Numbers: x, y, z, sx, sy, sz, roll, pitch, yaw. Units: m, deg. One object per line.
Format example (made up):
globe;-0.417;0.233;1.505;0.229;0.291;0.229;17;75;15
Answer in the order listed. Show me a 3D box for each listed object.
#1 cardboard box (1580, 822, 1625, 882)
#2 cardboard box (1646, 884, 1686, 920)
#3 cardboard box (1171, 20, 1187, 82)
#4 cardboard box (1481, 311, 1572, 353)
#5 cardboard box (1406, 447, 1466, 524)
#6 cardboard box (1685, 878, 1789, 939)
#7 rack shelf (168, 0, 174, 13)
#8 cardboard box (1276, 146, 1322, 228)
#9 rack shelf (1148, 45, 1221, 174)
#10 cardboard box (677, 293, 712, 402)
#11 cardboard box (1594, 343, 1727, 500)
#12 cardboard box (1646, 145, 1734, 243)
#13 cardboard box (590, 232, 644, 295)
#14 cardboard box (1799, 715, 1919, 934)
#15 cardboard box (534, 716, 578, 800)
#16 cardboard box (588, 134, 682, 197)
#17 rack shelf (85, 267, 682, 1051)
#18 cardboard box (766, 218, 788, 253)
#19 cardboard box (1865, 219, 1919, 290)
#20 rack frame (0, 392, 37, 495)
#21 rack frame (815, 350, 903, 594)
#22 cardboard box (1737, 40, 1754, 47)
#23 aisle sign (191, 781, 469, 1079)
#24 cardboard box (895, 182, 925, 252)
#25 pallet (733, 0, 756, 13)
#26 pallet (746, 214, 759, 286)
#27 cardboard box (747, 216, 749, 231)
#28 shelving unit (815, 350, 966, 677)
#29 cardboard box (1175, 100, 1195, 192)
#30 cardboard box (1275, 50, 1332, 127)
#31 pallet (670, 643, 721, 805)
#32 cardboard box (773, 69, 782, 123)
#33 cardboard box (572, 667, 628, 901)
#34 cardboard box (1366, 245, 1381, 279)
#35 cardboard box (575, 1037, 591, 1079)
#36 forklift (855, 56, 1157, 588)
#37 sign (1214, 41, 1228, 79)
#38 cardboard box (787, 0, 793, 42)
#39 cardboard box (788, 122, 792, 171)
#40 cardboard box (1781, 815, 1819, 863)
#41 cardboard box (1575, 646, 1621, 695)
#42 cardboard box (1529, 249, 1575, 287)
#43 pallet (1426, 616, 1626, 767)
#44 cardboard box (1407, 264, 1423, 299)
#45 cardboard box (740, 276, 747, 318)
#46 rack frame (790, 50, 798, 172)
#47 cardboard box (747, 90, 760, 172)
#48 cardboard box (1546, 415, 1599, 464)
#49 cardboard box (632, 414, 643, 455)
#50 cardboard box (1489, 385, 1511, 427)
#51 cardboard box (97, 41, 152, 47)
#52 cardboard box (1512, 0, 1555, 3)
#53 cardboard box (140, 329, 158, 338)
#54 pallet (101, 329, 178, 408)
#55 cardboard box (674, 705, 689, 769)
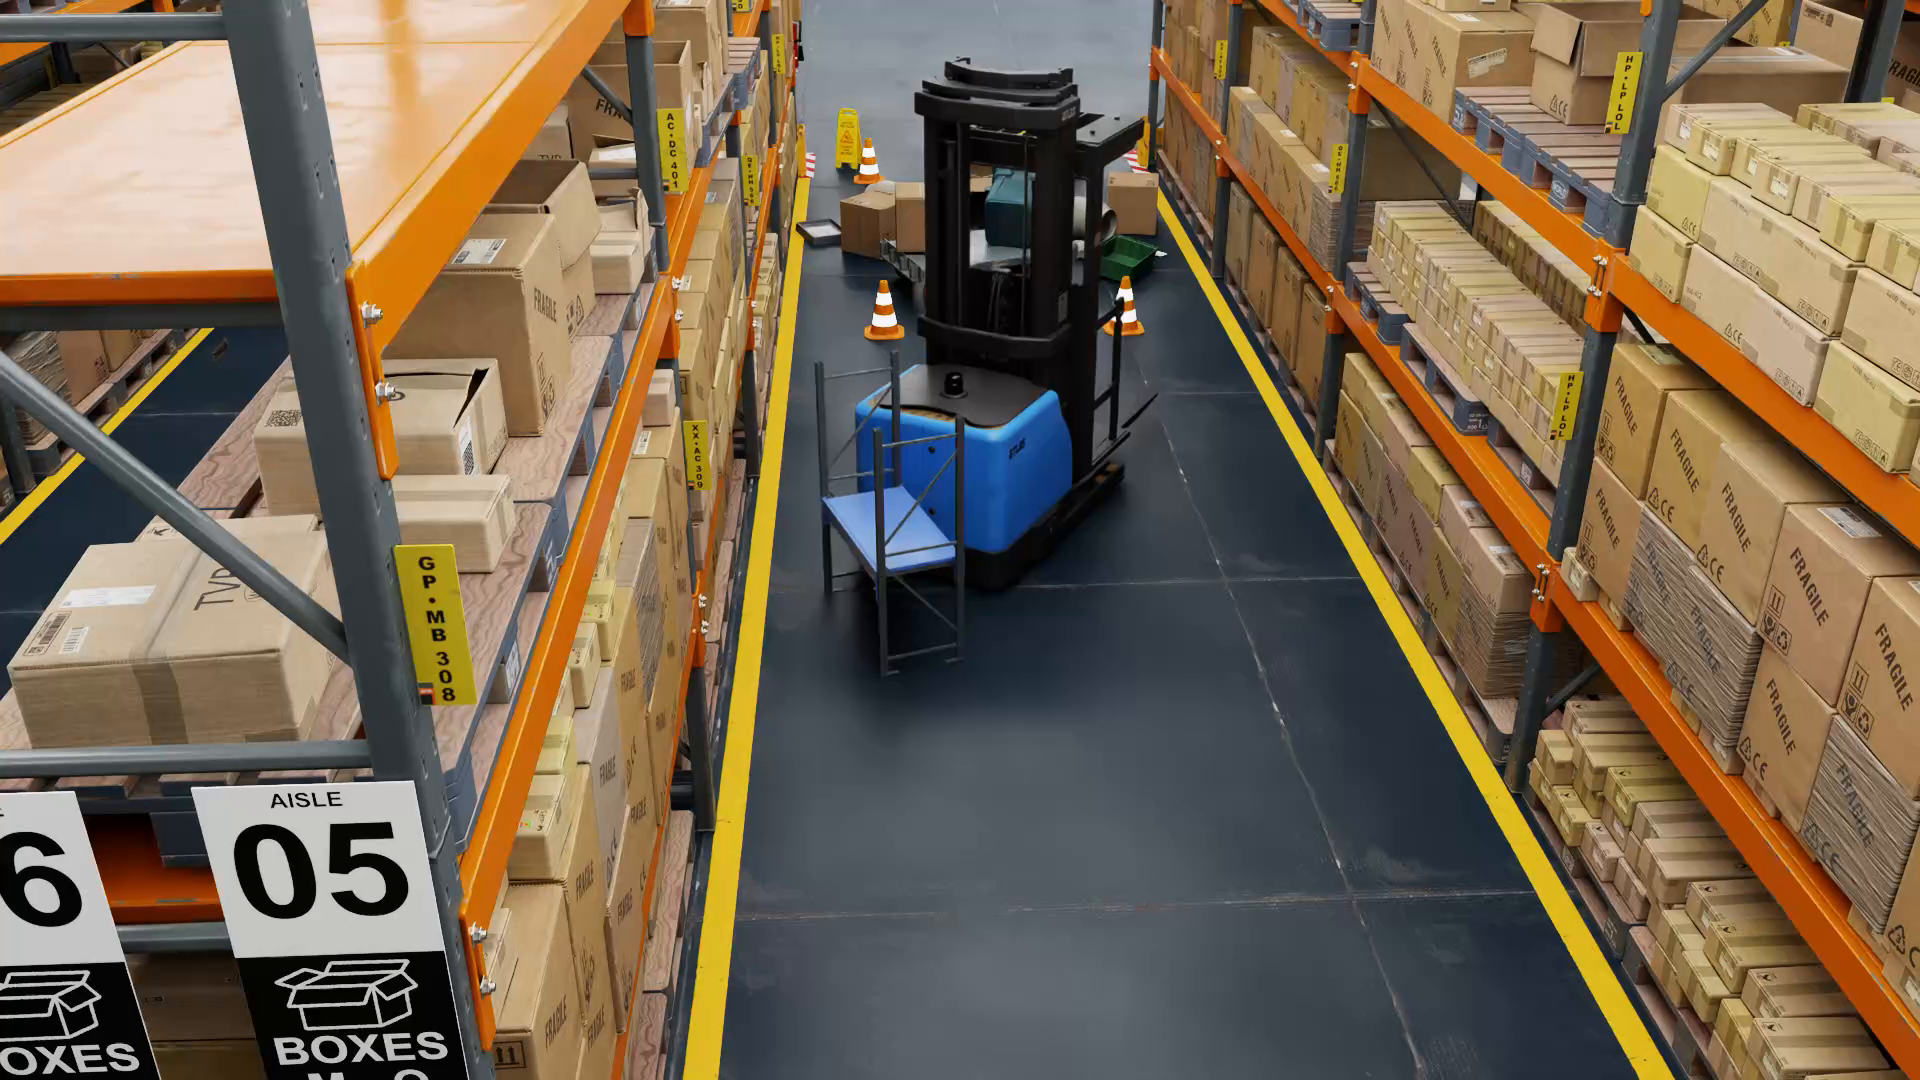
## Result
cardboard box;3.028;1.394;7.463;0.380;0.149;0.250;-2;28;-3
cardboard box;3.104;1.503;6.931;0.380;0.149;0.250;0;28;0
cardboard box;2.643;-5.019;16.968;0.875;0.550;0.550;-1;28;-3
cardboard box;2.985;-1.094;8.778;0.380;0.149;0.250;-2;28;-4
cardboard box;2.904;-0.326;9.570;0.500;0.250;0.500;-3;28;-5
cardboard box;3.144;1.489;6.637;0.380;0.149;0.250;-2;28;-5
rack shelf;-7.166;-5.438;15.467;1.077;0.370;4.000;-1;28;-3
cardboard box;2.700;-2.651;12.481;0.500;0.500;0.500;-2;28;-4
rack shelf;2.729;-4.396;16.712;1.077;0.370;4.000;-1;28;-3
cardboard box;-1.477;-0.862;7.971;0.500;0.500;0.500;-2;28;-3
cardboard box;3.031;-0.502;6.957;0.500;0.500;0.500;-1;28;-1
cardboard box;3.036;-1.354;6.480;0.500;0.250;0.500;0;28;-1
cardboard box;-1.320;-0.970;5.832;0.380;0.149;0.250;-1;28;-1
cardboard box;3.121;0.901;5.348;0.500;0.500;0.500;-1;28;-2
cardboard box;-1.236;0.608;4.450;0.380;0.149;0.250;-2;28;-4
cardboard box;-1.364;-1.626;7.072;0.396;0.266;0.258;-2;28;-3
rack shelf;-1.583;-0.018;5.075;1.077;0.370;4.000;-1;28;-3
cardboard box;-1.866;-2.871;15.530;0.500;0.250;0.500;-3;28;-5
cardboard box;3.072;-0.890;5.159;0.380;0.149;0.250;-2;28;-4
rack frame;-6.853;-1.656;10.681;1.000;3.000;0.127;-1;28;-3
rack frame;-0.588;-0.384;9.864;0.500;1.500;0.032;-10;29;-19
cardboard box;7.839;-4.481;15.669;0.875;0.500;0.500;-1;28;-3
aisle sign;-1.185;0.791;3.180;0.394;0.787;0.004;-1;28;-3
cardboard box;-0.329;-2.909;14.968;0.500;0.500;0.500;-1;28;-3
pallet;-2.122;-4.105;12.336;1.213;0.211;1.003;-1;28;-3
pallet;-2.040;-2.019;11.585;1.213;0.211;1.003;-1;28;-3
cardboard box;-1.677;-2.266;11.668;0.380;0.149;0.250;-3;28;-6
shelving unit;-0.401;-0.165;9.445;0.538;1.500;1.048;-10;29;-19
cardboard box;2.774;-4.165;17.335;0.875;0.875;0.875;-2;28;-3
cardboard box;2.920;-3.579;13.178;0.700;0.500;0.500;-1;28;-2
pallet;-1.803;0.952;8.697;1.003;0.211;1.213;-1;28;-3
cardboard box;-1.849;-4.011;14.767;0.500;0.500;0.500;-1;28;-3
cardboard box;-1.288;0.725;4.927;0.500;0.500;0.500;-2;28;-3
cardboard box;2.864;-1.807;10.789;0.380;0.149;0.250;-2;28;-3
cardboard box;-1.217;1.644;4.246;0.500;0.500;0.500;-2;28;-3
forklift;0.477;-1.661;10.765;1.130;2.935;3.031;14;30;24
sign;2.279;-4.196;14.529;0.100;0.325;0.005;-1;28;-3
cardboard box;-1.915;-4.922;15.432;0.700;0.500;0.500;-2;28;-4
cardboard box;-1.961;-3.934;16.757;0.500;0.500;0.500;-2;28;-4
cardboard box;3.151;0.999;5.862;0.380;0.149;0.250;-1;28;-2
cardboard box;3.477;0.478;8.839;0.500;0.500;0.500;0;28;-1
cardboard box;3.574;-1.595;9.739;0.380;0.149;0.250;-1;28;-3
pallet;3.209;0.780;9.026;1.003;0.211;1.213;-1;28;-3
cardboard box;2.914;-1.558;9.989;0.380;0.149;0.250;-1;28;-2
cardboard box;-1.610;-1.484;10.513;0.500;0.250;0.500;-2;28;-4
rack frame;-2.314;-5.472;17.998;1.000;3.000;0.127;-1;28;-3
cardboard box;-1.775;-3.070;12.509;0.500;0.500;0.500;-2;28;-5
cardboard box;3.033;-0.482;7.927;0.380;0.149;0.250;-1;28;-1
cardboard box;-1.448;-0.447;6.472;0.380;0.149;0.250;-1;28;-1
cardboard box;2.994;-0.701;8.668;0.380;0.149;0.250;-3;28;-5
cardboard box;-7.379;-4.346;14.708;0.380;0.149;0.250;-2;28;-3
cardboard box;3.364;-3.240;9.540;0.396;0.266;0.258;-1;28;-3
cardboard box;-6.990;-2.037;13.526;0.875;0.625;0.625;-2;28;-3
pallet;-6.917;-1.363;13.135;1.003;0.211;1.213;-1;28;-3
cardboard box;-1.799;0.541;8.312;0.875;0.875;0.875;-1;28;-1
